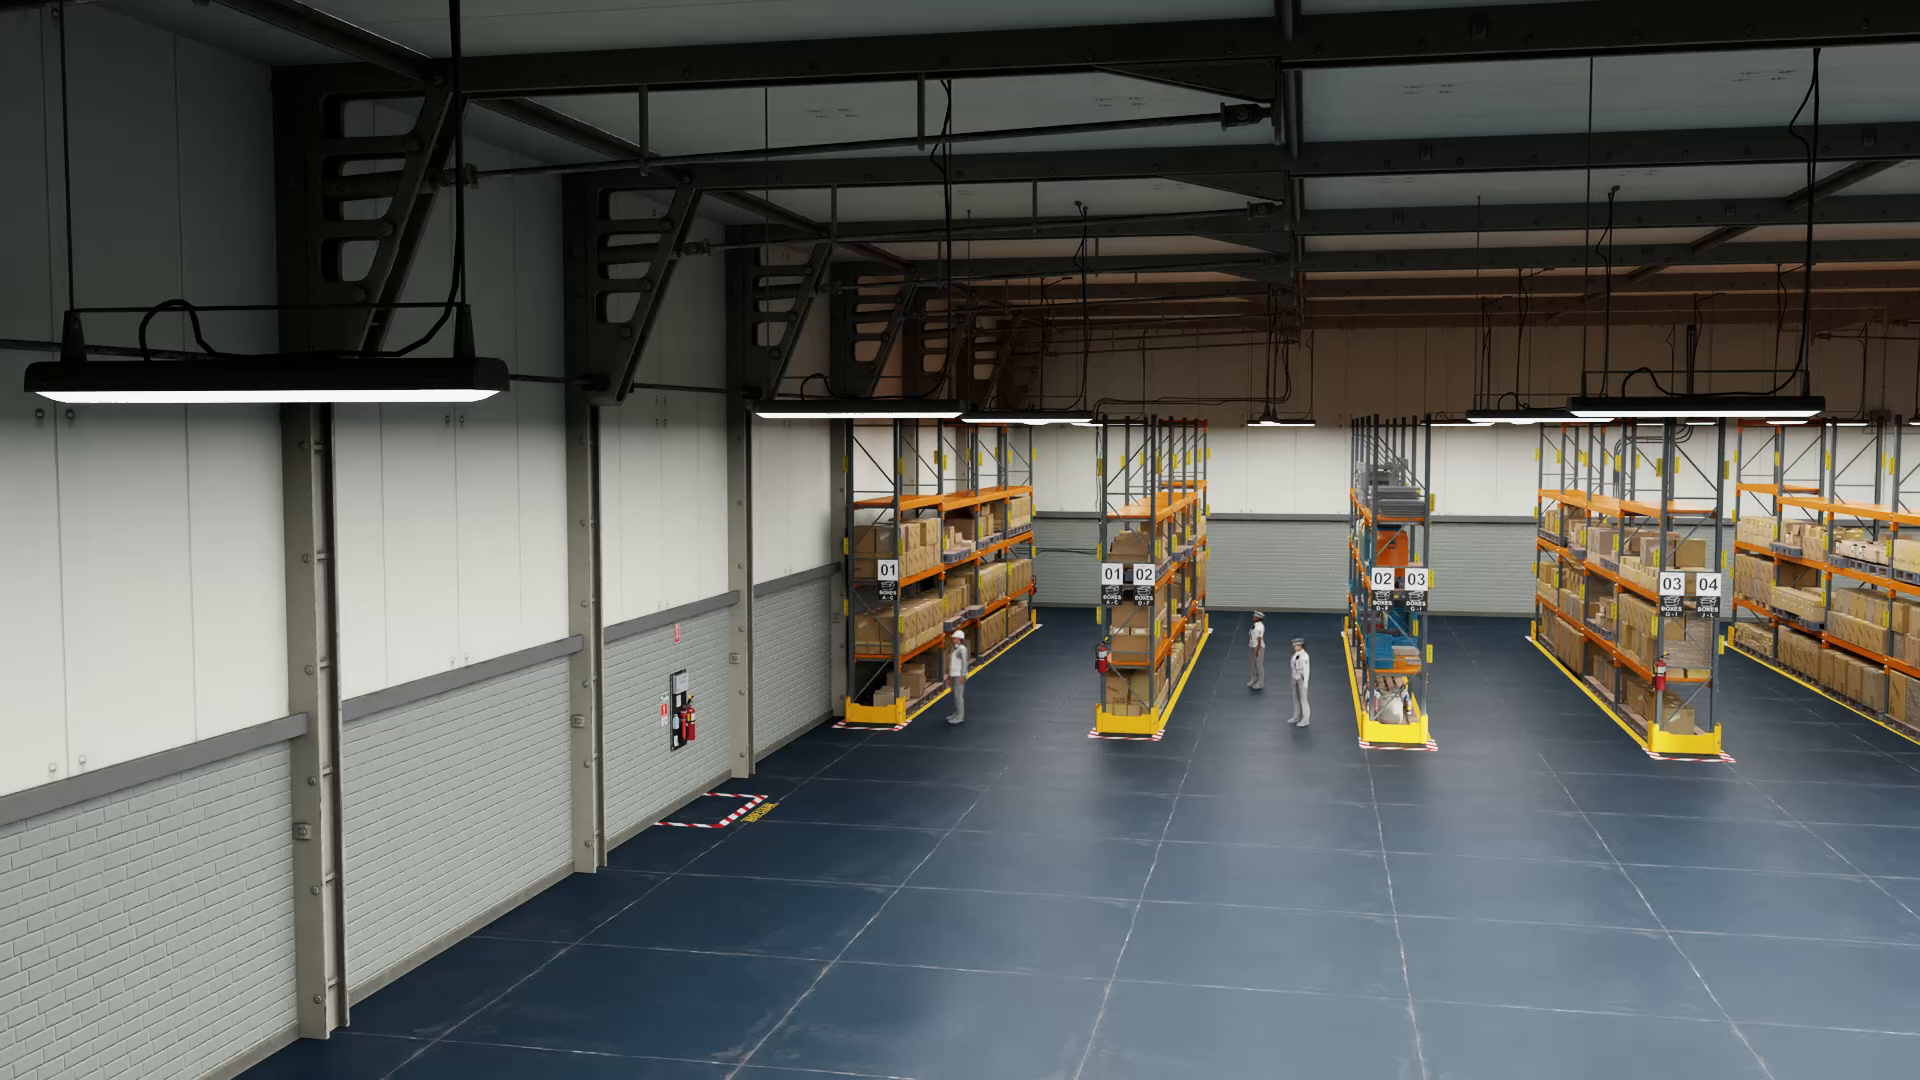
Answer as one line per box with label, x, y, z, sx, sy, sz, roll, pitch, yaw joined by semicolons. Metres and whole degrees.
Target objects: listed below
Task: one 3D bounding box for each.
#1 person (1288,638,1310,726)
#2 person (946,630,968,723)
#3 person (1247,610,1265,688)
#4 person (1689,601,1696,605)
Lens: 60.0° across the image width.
person;6.585;2.741;32.262;0.364;1.670;0.551;-1;4;-13
person;-0.093;2.669;32.599;0.419;1.793;0.565;-1;4;-20
person;6.588;2.412;36.930;0.358;1.701;0.480;-1;4;-16
person;19.297;2.006;43.988;0.408;1.537;0.953;1;4;16
